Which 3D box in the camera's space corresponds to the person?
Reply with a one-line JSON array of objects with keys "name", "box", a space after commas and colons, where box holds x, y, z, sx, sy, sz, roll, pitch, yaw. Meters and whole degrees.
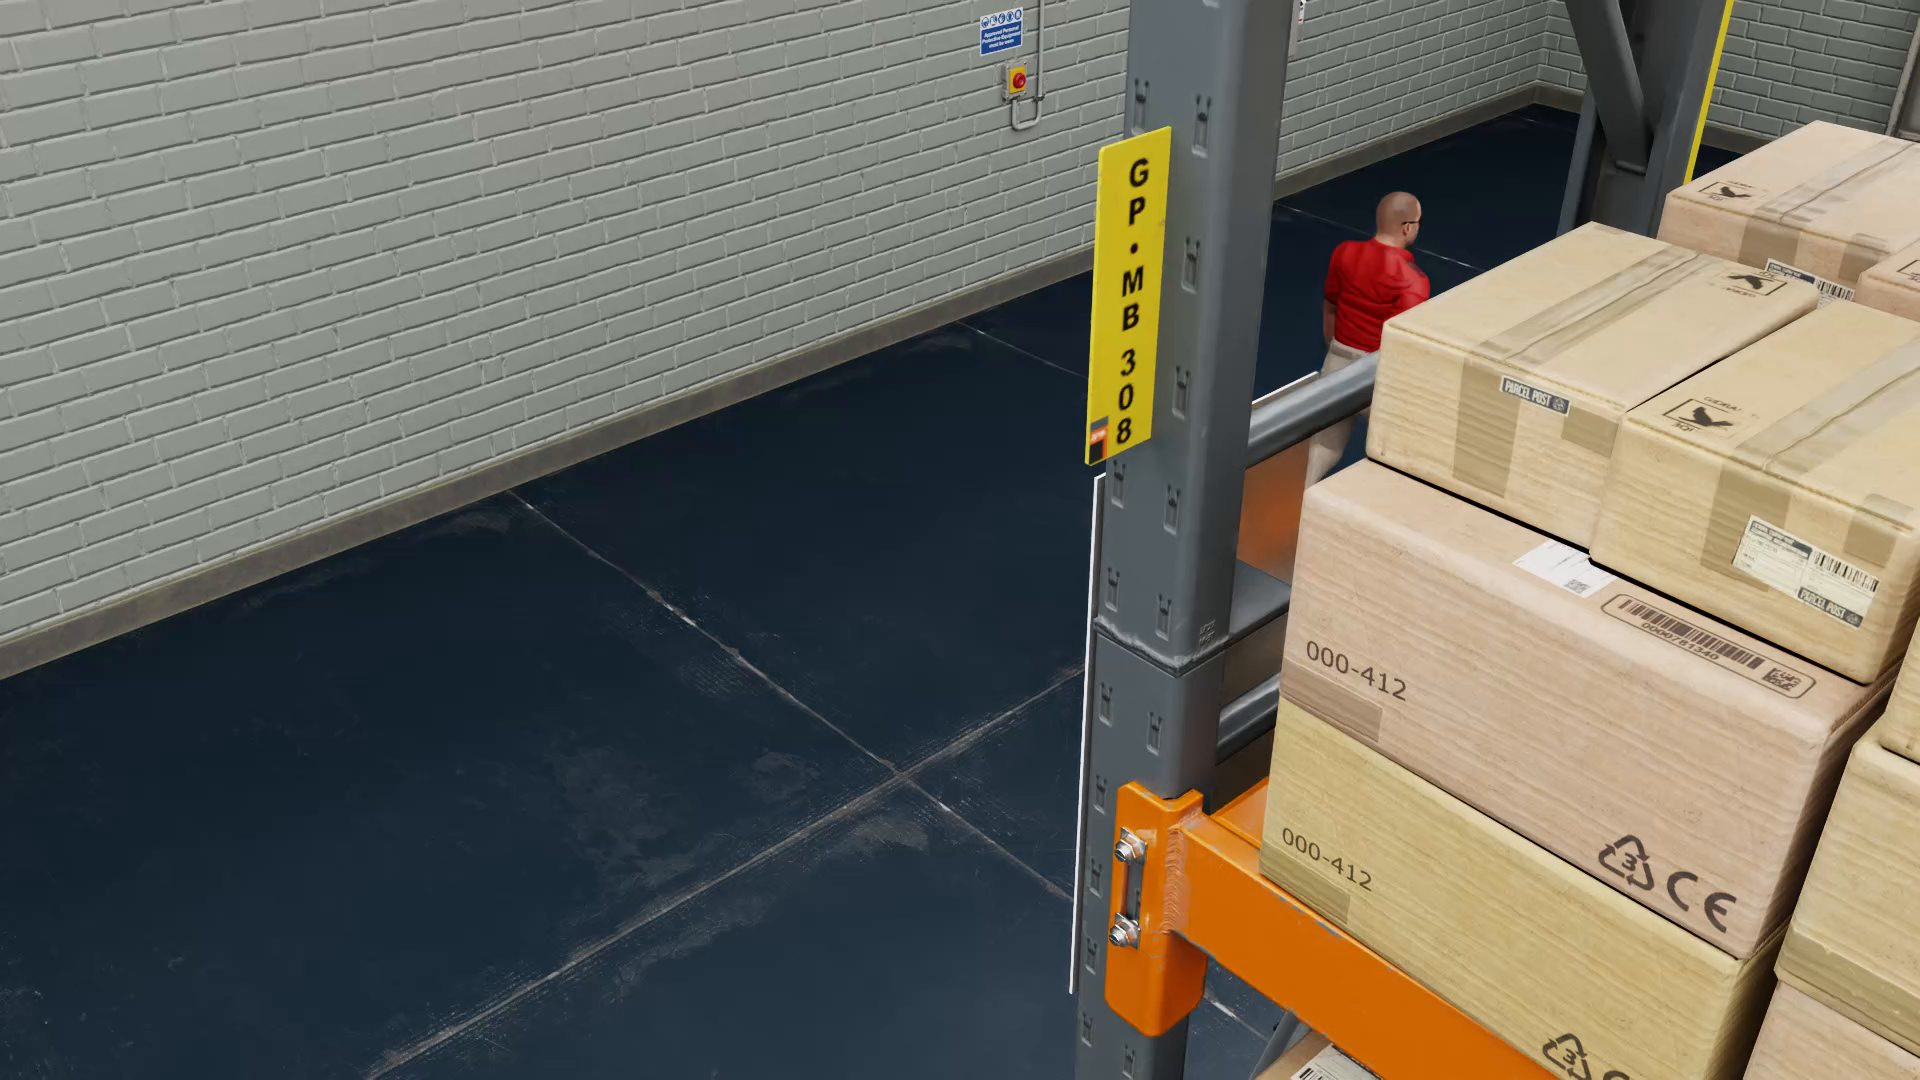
[{"name": "person", "box": [1.748, -0.700, 7.270, 0.941, 1.682, 0.536, -27, 41, -37]}]
